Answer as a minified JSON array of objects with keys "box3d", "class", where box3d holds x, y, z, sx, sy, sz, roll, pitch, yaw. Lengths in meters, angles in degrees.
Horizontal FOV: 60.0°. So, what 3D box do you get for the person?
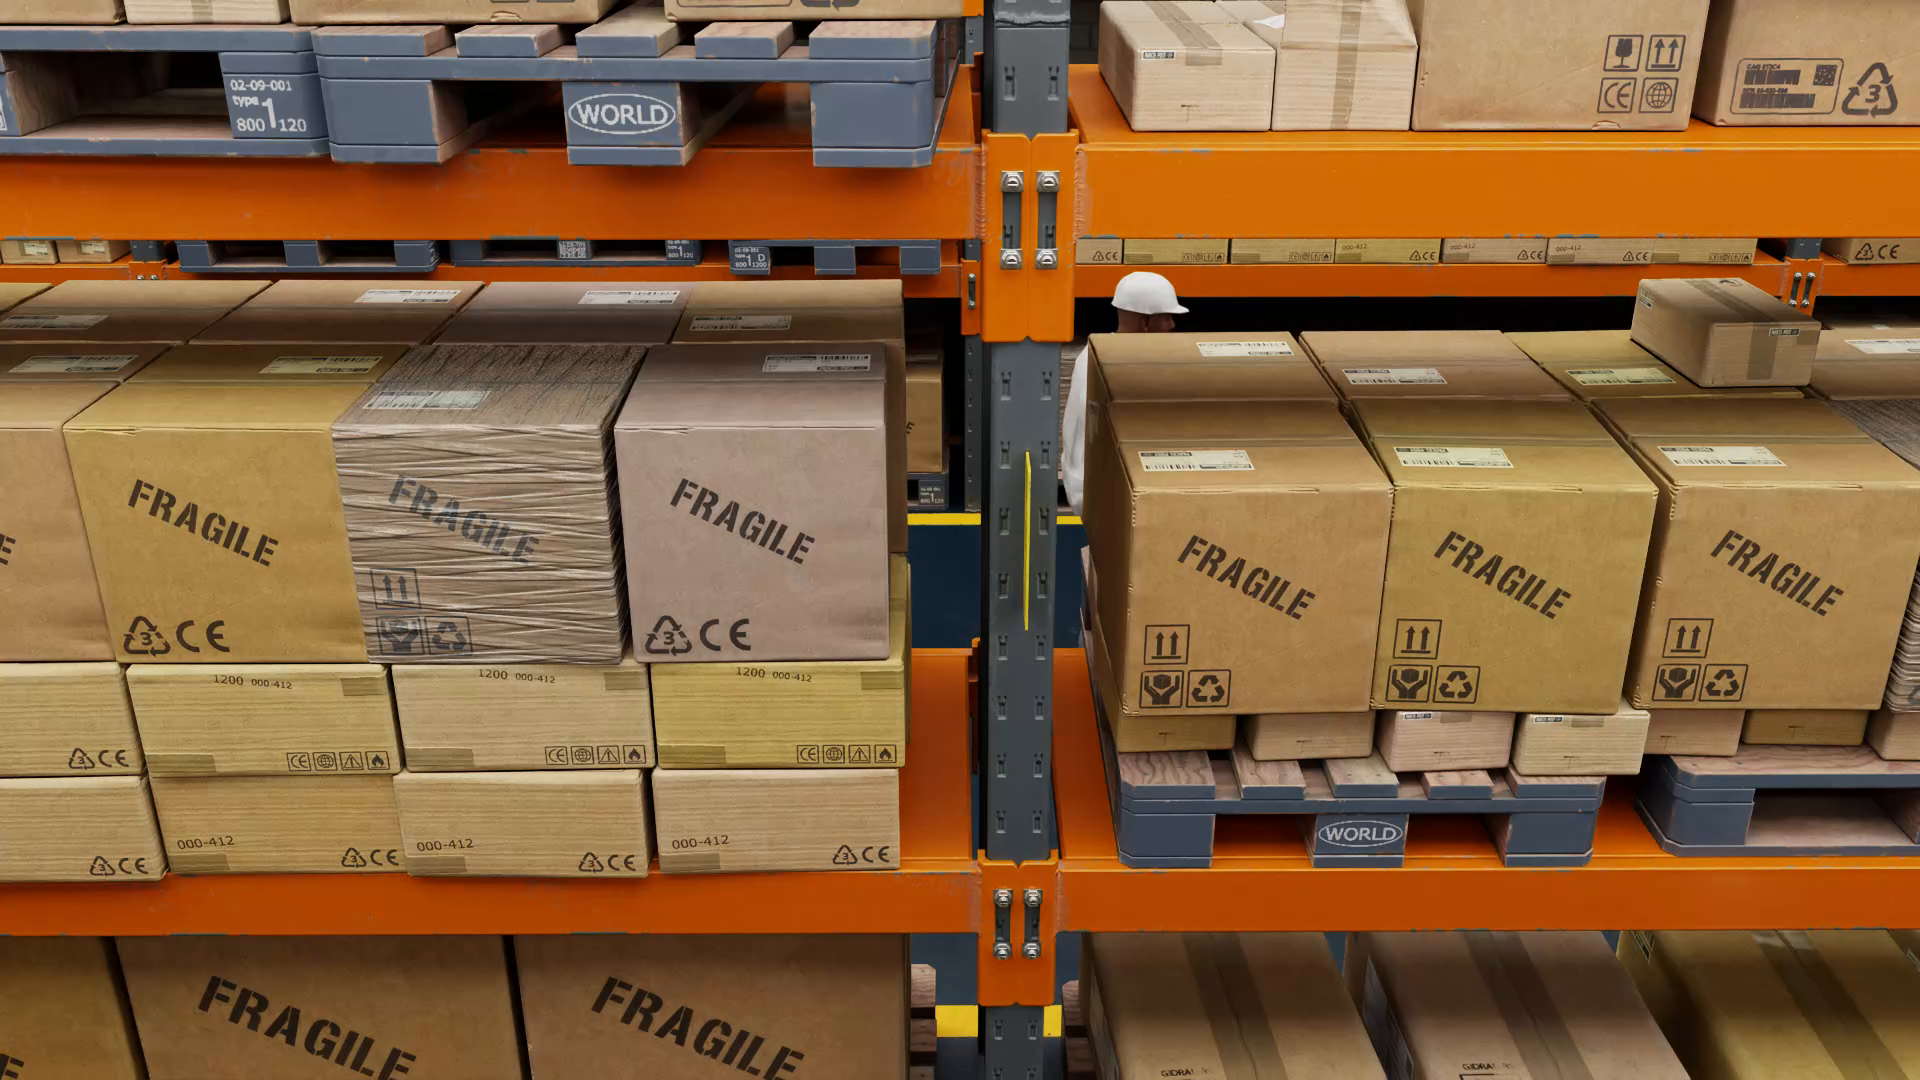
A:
[{"box3d":[0.626,-0.171,6.470,0.460,1.755,0.629,-2,24,-3],"class":"person"}]
